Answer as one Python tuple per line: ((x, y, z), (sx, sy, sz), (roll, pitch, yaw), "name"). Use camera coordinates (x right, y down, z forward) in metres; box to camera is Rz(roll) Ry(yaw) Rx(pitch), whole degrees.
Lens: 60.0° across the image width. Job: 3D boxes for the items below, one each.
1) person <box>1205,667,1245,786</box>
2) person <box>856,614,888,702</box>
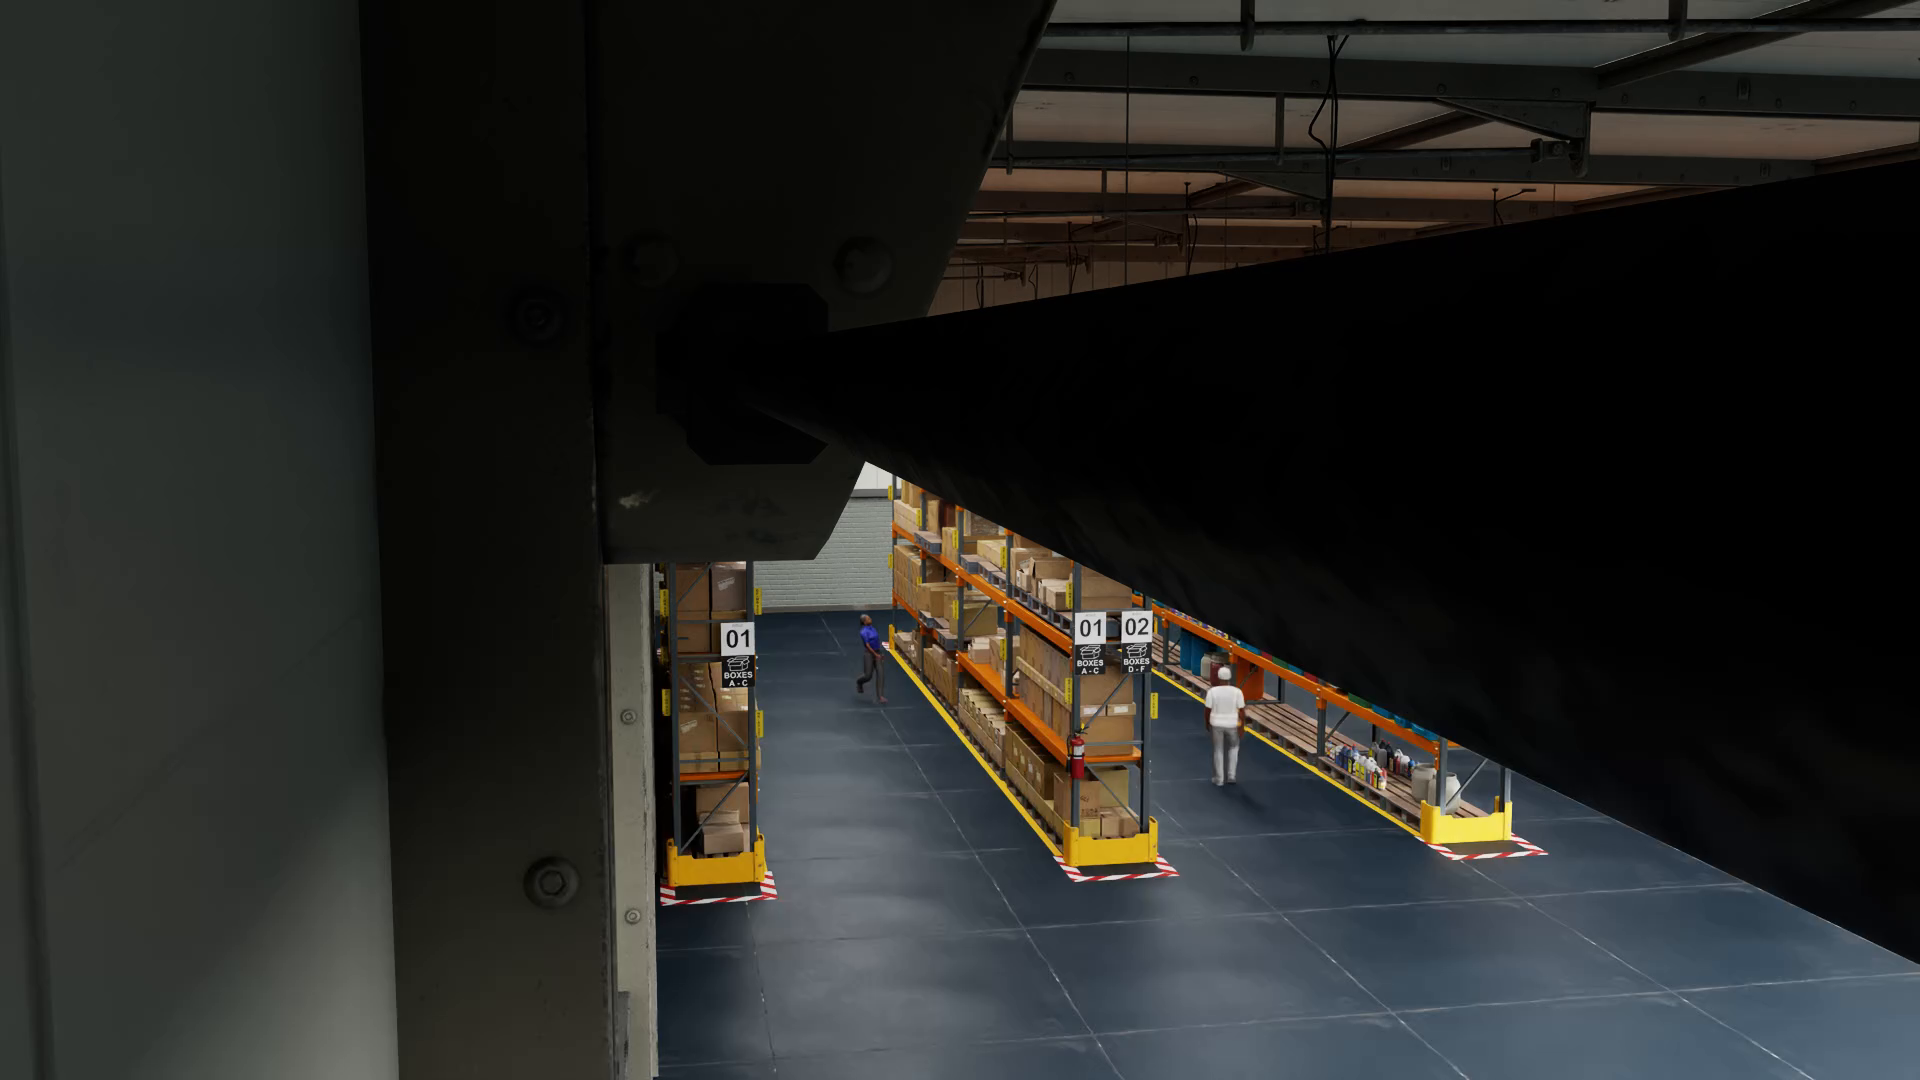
((3.955, 2.793, 24.800), (0.602, 1.823, 0.500), (2, 6, 15), "person")
((-1.599, 2.177, 30.904), (0.561, 1.612, 0.728), (-5, 8, -41), "person")
